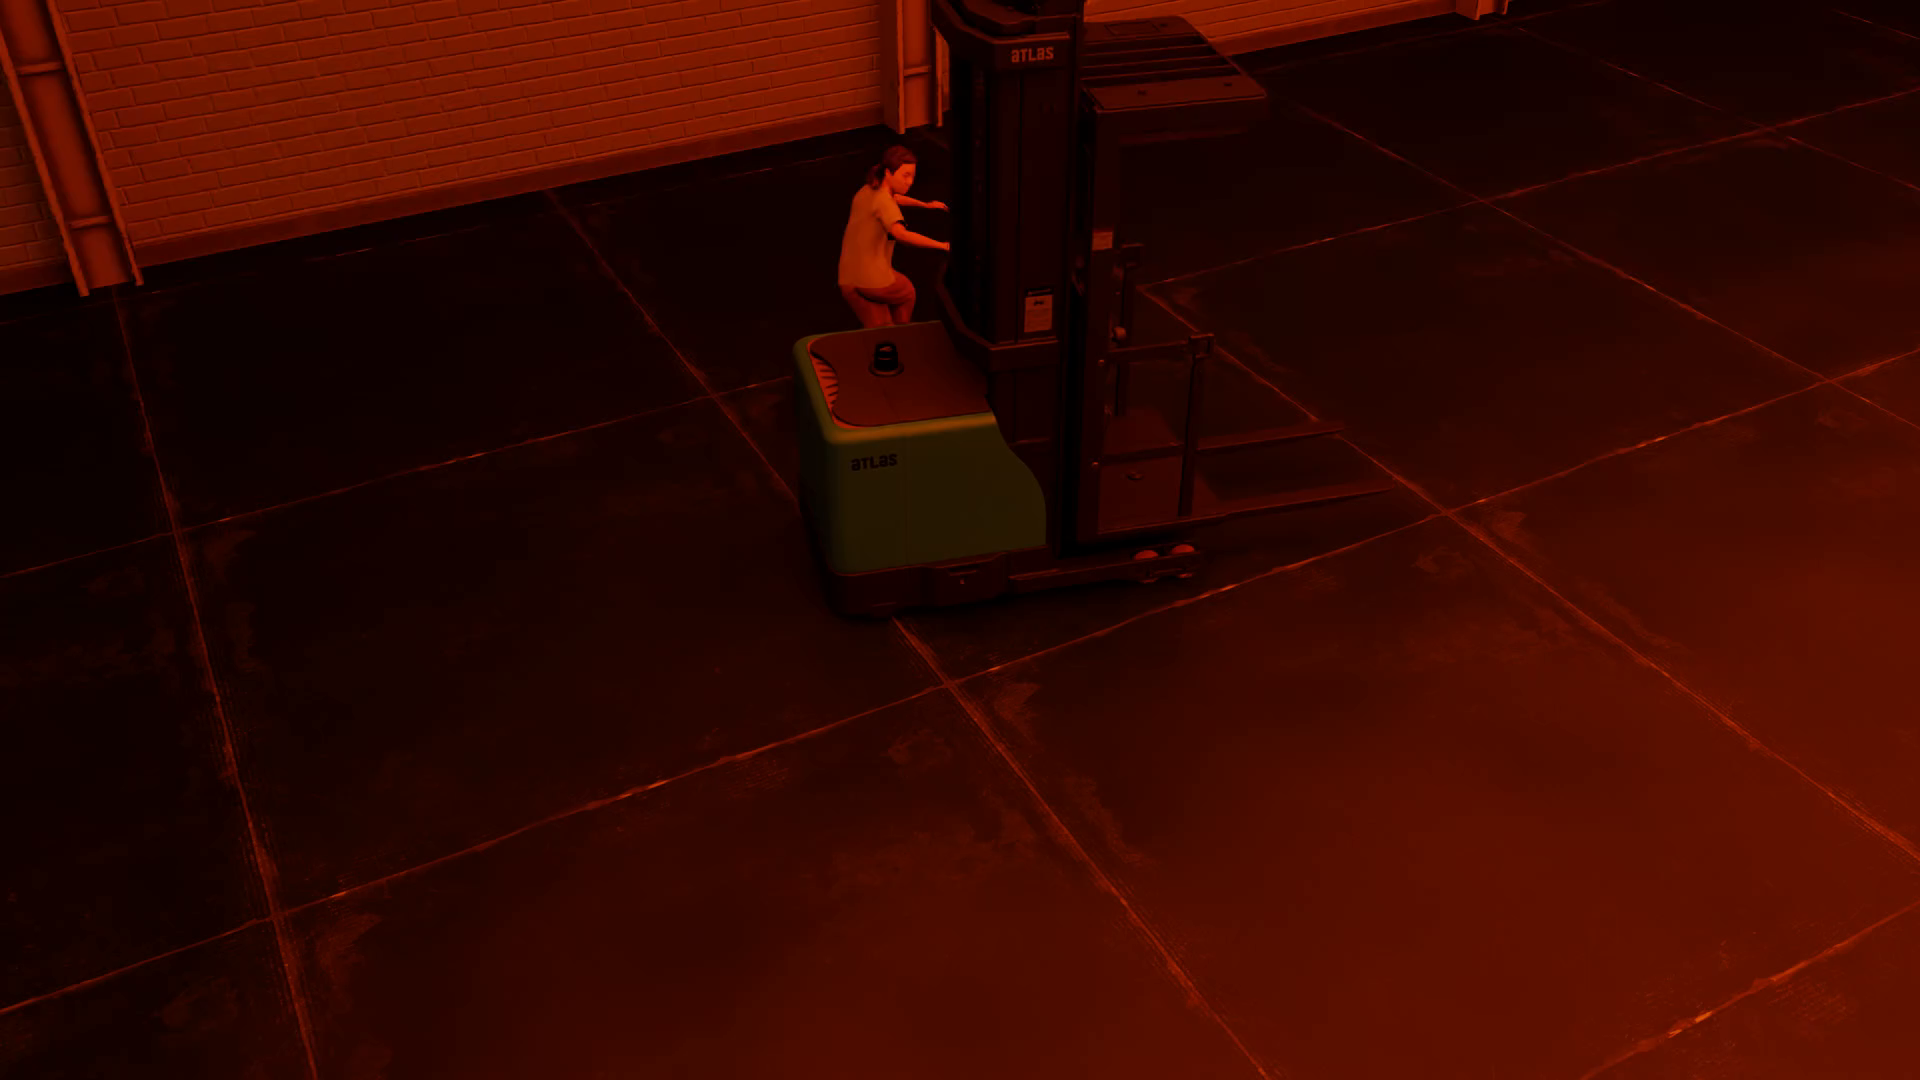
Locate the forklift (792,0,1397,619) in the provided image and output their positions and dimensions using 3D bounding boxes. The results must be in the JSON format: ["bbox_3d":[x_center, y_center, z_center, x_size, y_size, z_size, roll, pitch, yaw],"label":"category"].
[{"bbox_3d":[0.732,-1.267,7.916,3.031,2.935,1.130,-8,36,-11],"label":"forklift"}]

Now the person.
[{"bbox_3d":[-0.264,-1.531,9.610,0.829,1.463,1.035,22,41,28],"label":"person"}]
